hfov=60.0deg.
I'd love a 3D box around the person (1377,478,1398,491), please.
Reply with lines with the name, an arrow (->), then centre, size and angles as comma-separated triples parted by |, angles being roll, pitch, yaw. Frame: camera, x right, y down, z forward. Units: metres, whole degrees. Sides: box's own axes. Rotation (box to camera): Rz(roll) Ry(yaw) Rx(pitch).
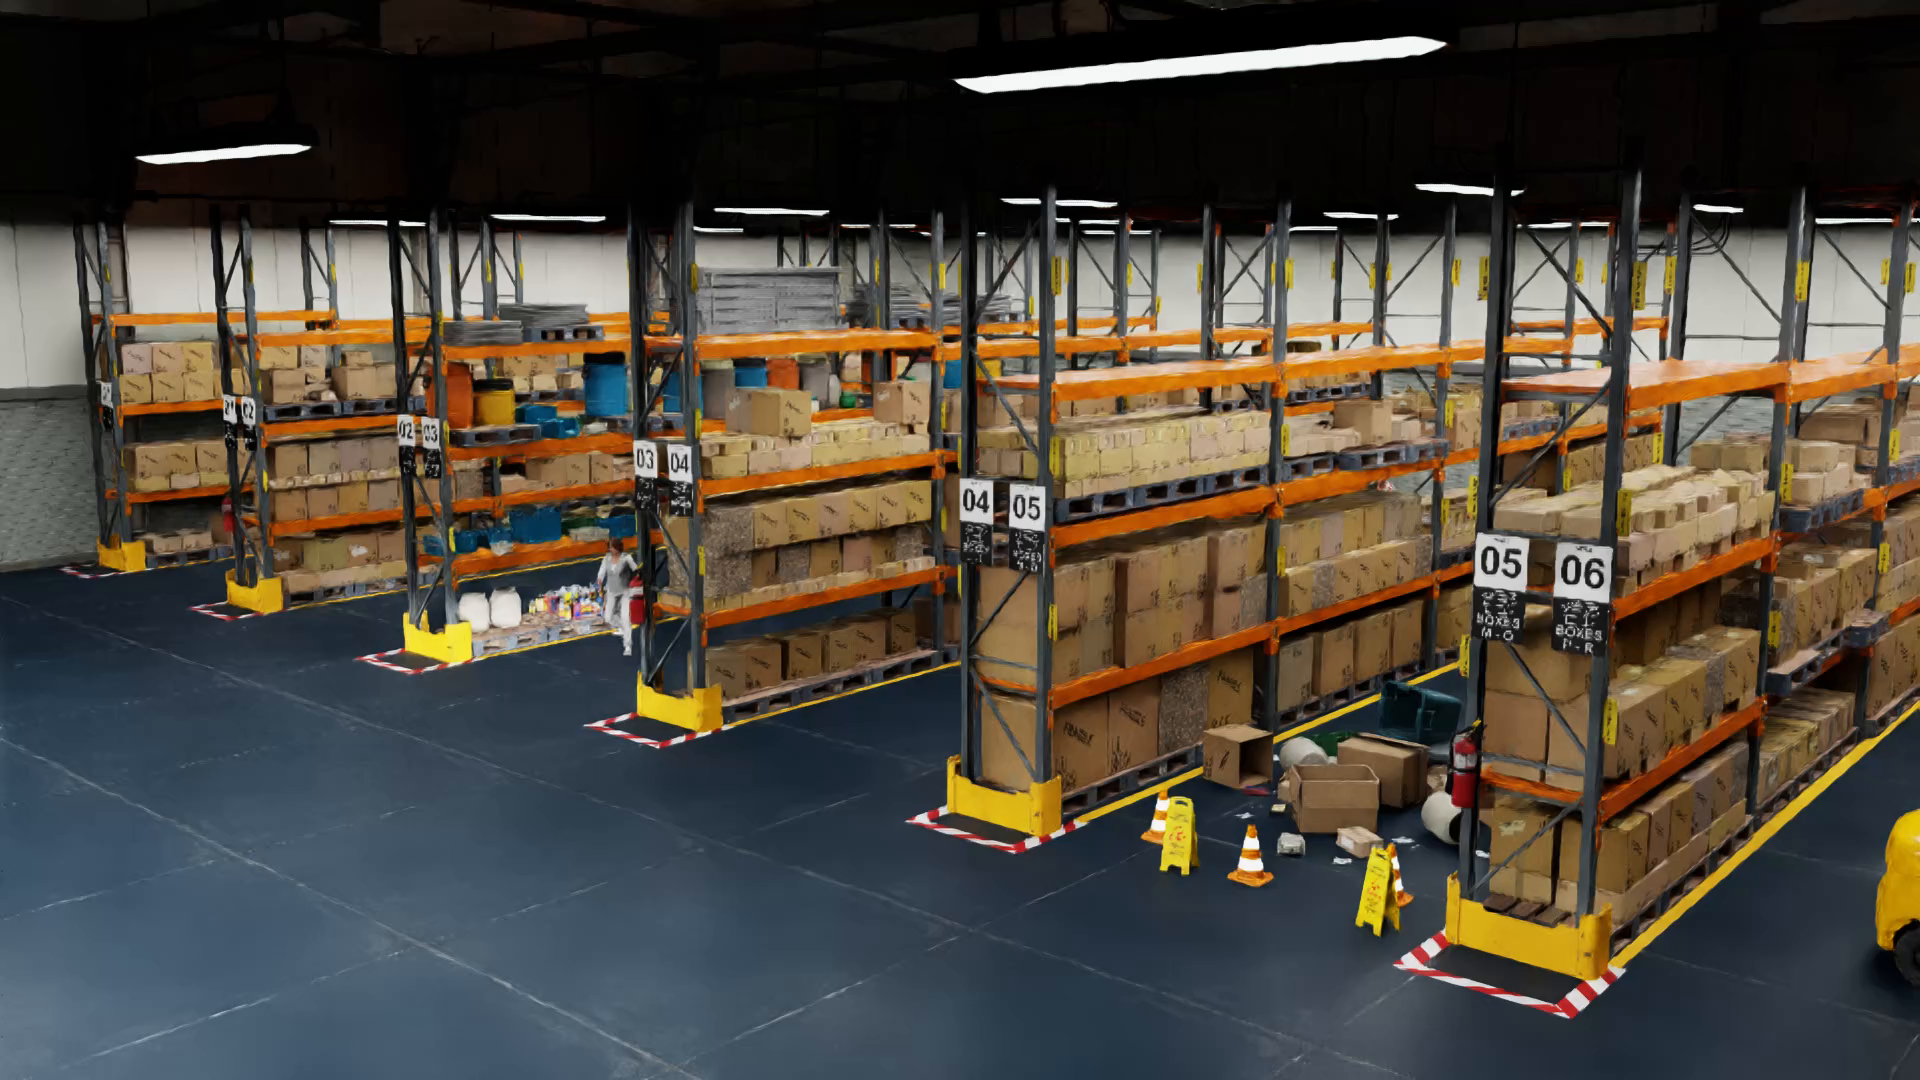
person -> 7.190, -0.394, 28.380 | 0.553, 1.709, 1.123 | 9, 13, 42

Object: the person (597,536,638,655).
person -> -4.420, 0.702, 21.686 | 0.556, 1.479, 0.717 | 3, 10, 19
